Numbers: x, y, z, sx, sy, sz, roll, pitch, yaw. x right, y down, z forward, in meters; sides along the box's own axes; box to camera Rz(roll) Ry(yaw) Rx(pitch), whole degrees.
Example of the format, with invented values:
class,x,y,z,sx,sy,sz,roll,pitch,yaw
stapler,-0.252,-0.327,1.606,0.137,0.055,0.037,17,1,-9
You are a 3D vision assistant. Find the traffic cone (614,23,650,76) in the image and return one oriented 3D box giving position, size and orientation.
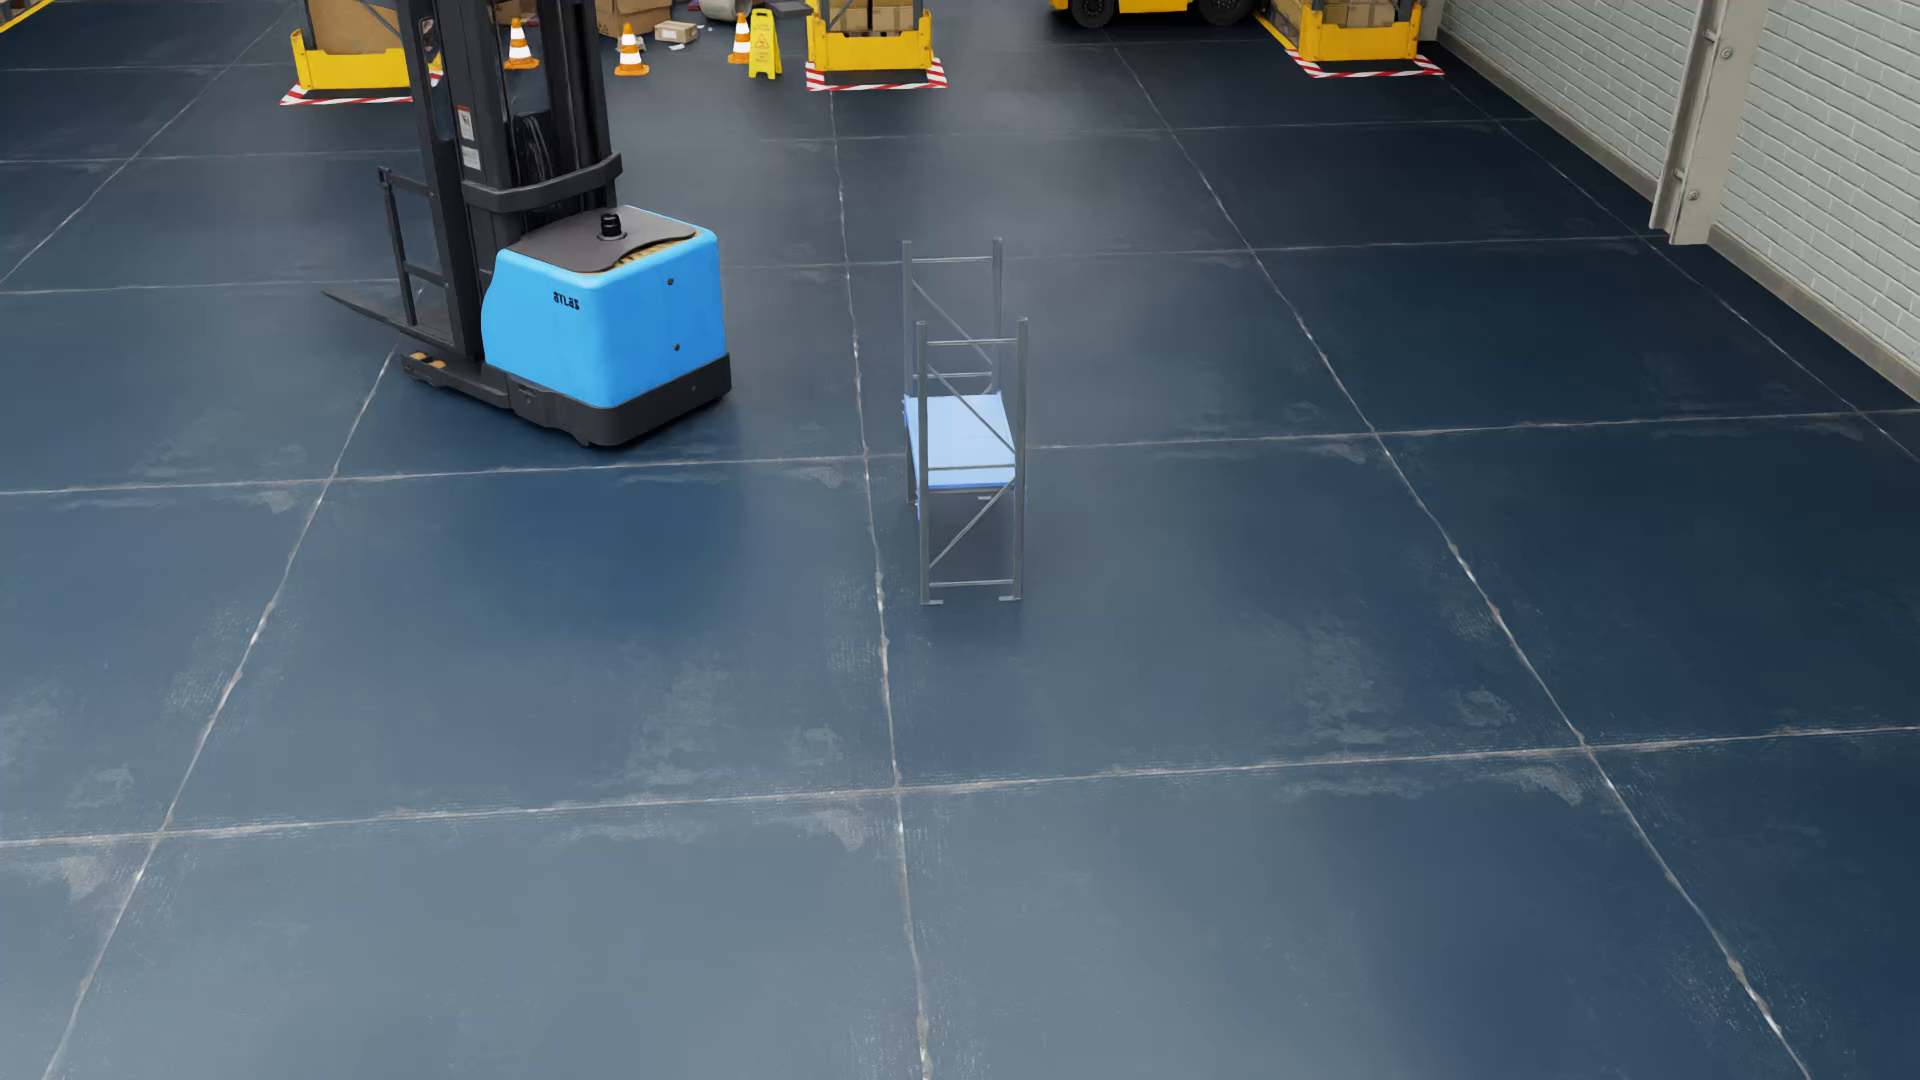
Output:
class,x,y,z,sx,sy,sz,roll,pitch,yaw
traffic cone,-3.270,-4.874,16.458,0.336,0.463,0.334,-3,31,-5

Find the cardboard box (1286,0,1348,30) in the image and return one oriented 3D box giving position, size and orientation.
class,x,y,z,sx,sy,sz,roll,pitch,yaw
cardboard box,3.711,-5.496,17.299,0.500,0.250,0.500,-3,31,-4

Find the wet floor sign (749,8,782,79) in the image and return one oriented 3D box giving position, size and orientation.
class,x,y,z,sx,sy,sz,roll,pitch,yaw
wet floor sign,-1.919,-4.873,16.279,0.267,0.644,0.232,8,32,13

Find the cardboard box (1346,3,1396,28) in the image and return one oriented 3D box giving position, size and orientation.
class,x,y,z,sx,sy,sz,roll,pitch,yaw
cardboard box,4.219,-5.532,17.358,0.500,0.250,0.500,-3,31,-4

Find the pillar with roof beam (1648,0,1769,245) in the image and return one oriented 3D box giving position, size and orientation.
class,x,y,z,sx,sy,sz,roll,pitch,yaw
pillar with roof beam,1.177,-5.976,9.980,9.100,9.000,0.400,-3,31,-5

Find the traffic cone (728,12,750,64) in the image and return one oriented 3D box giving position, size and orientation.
class,x,y,z,sx,sy,sz,roll,pitch,yaw
traffic cone,-2.196,-5.101,16.838,0.336,0.463,0.334,-3,31,-5

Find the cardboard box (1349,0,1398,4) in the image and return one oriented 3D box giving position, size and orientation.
class,x,y,z,sx,sy,sz,roll,pitch,yaw
cardboard box,4.233,-5.736,17.213,0.500,0.250,0.500,-2,31,-4

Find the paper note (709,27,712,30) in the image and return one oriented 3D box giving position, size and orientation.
class,x,y,z,sx,sy,sz,roll,pitch,yaw
paper note,-2.703,-5.536,18.008,0.032,0.001,0.123,-3,31,-5

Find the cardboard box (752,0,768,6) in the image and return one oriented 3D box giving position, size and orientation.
class,x,y,z,sx,sy,sz,roll,pitch,yaw
cardboard box,-2.500,-6.390,18.958,0.500,0.500,0.500,20,36,29

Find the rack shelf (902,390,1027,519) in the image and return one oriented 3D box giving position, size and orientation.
class,x,y,z,sx,sy,sz,roll,pitch,yaw
rack shelf,0.008,-0.446,8.385,0.538,0.185,1.000,-3,31,-5

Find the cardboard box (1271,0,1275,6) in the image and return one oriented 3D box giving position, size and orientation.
class,x,y,z,sx,sy,sz,roll,pitch,yaw
cardboard box,3.637,-6.007,18.153,0.500,0.250,0.500,-2,31,-4

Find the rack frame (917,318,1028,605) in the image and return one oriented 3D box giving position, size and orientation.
class,x,y,z,sx,sy,sz,roll,pitch,yaw
rack frame,0.055,-0.341,7.858,0.500,1.500,0.032,-3,31,-5

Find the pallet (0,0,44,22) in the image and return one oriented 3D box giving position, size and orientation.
class,x,y,z,sx,sy,sz,roll,pitch,yaw
pallet,-11.014,-6.061,18.691,1.003,0.211,1.213,-3,31,-5

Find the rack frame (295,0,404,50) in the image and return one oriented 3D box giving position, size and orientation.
class,x,y,z,sx,sy,sz,roll,pitch,yaw
rack frame,-5.791,-5.743,15.440,1.000,3.000,0.127,-3,31,-5

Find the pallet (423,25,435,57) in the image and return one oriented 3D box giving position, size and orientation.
class,x,y,z,sx,sy,sz,roll,pitch,yaw
pallet,-5.943,-4.951,16.832,1.003,0.211,1.213,-3,31,-5

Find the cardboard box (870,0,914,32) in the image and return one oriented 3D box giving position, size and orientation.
class,x,y,z,sx,sy,sz,roll,pitch,yaw
cardboard box,-0.672,-5.457,17.233,0.500,0.250,0.500,-3,31,-5

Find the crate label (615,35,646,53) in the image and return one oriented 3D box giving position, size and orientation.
class,x,y,z,sx,sy,sz,roll,pitch,yaw
crate label,-3.405,-5.132,17.209,0.250,0.136,0.298,-20,36,-30

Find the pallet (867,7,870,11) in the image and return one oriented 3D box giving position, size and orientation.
class,x,y,z,sx,sy,sz,roll,pitch,yaw
pallet,-1.030,-5.912,18.441,1.003,0.211,1.213,-3,31,-5

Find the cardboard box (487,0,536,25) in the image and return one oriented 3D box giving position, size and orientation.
class,x,y,z,sx,sy,sz,roll,pitch,yaw
cardboard box,-4.998,-5.970,18.255,0.500,0.500,0.500,2,31,4

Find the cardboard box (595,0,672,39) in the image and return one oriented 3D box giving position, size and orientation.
class,x,y,z,sx,sy,sz,roll,pitch,yaw
cardboard box,-3.556,-5.736,17.862,0.637,0.503,0.797,27,40,37

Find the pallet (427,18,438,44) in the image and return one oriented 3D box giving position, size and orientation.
class,x,y,z,sx,sy,sz,roll,pitch,yaw
pallet,-6.054,-5.572,17.873,1.003,0.211,1.213,-3,31,-5

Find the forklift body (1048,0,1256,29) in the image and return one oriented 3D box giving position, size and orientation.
class,x,y,z,sx,sy,sz,roll,pitch,yaw
forklift body,2.076,-6.788,18.017,2.313,2.155,1.214,-3,31,-5

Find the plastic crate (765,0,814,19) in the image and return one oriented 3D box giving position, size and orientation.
class,x,y,z,sx,sy,sz,roll,pitch,yaw
plastic crate,-1.915,-5.980,18.684,0.402,0.080,0.583,-14,33,-22

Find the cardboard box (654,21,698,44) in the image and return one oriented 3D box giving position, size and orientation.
class,x,y,z,sx,sy,sz,roll,pitch,yaw
cardboard box,-3.005,-5.380,17.612,0.380,0.149,0.250,13,33,21

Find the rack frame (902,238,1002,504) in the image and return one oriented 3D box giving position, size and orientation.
class,x,y,z,sx,sy,sz,roll,pitch,yaw
rack frame,-0.040,-0.860,8.727,0.500,1.500,0.032,-3,31,-5

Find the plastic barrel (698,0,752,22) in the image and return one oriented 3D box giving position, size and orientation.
class,x,y,z,sx,sy,sz,roll,pitch,yaw
plastic barrel,-2.572,-5.908,18.228,0.512,0.421,0.421,20,36,29

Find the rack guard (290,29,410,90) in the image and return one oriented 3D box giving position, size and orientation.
class,x,y,z,sx,sy,sz,roll,pitch,yaw
rack guard,-5.788,-4.658,16.061,1.175,0.500,0.348,-3,31,-5

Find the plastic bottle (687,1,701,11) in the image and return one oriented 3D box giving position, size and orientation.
class,x,y,z,sx,sy,sz,roll,pitch,yaw
plastic bottle,-2.992,-6.064,18.843,0.133,0.061,0.283,2,31,4

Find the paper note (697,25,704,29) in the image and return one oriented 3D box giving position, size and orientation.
class,x,y,z,sx,sy,sz,roll,pitch,yaw
paper note,-2.872,-5.581,18.074,0.148,0.019,0.142,8,32,13

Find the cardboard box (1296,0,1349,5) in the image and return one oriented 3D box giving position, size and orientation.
class,x,y,z,sx,sy,sz,roll,pitch,yaw
cardboard box,3.713,-5.720,17.185,0.500,0.250,0.500,-3,31,-5

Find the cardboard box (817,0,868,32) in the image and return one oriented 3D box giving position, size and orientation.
class,x,y,z,sx,sy,sz,roll,pitch,yaw
cardboard box,-1.217,-5.444,17.211,0.500,0.250,0.500,-3,31,-5

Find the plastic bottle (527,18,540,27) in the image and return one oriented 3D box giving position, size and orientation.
class,x,y,z,sx,sy,sz,roll,pitch,yaw
plastic bottle,-4.579,-5.673,18.188,0.283,0.061,0.133,-14,33,-22

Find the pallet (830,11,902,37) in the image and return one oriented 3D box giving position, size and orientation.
class,x,y,z,sx,sy,sz,roll,pitch,yaw
pallet,-0.920,-5.290,17.401,1.003,0.211,1.213,-3,31,-5

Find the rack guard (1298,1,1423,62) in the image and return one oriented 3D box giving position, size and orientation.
class,x,y,z,sx,sy,sz,roll,pitch,yaw
rack guard,4.072,-5.186,16.945,1.175,0.500,0.348,-3,31,-5

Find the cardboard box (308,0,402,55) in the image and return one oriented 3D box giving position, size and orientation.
class,x,y,z,sx,sy,sz,roll,pitch,yaw
cardboard box,-5.920,-5.354,16.452,0.875,0.875,0.875,-3,31,-4

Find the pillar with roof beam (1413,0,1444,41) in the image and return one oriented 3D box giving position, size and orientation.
class,x,y,z,sx,sy,sz,roll,pitch,yaw
pillar with roof beam,0.616,-9.040,15.109,9.100,9.000,0.400,-3,31,-5

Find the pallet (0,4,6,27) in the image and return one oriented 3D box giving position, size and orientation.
class,x,y,z,sx,sy,sz,roll,pitch,yaw
pallet,-10.897,-5.437,17.646,1.003,0.211,1.213,-3,31,-5

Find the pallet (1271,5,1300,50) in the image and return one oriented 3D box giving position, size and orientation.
class,x,y,z,sx,sy,sz,roll,pitch,yaw
pallet,3.957,-5.463,17.690,1.003,0.211,1.213,-3,31,-5

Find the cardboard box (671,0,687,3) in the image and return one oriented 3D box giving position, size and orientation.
class,x,y,z,sx,sy,sz,roll,pitch,yaw
cardboard box,-3.306,-6.382,19.175,0.396,0.266,0.258,27,40,37

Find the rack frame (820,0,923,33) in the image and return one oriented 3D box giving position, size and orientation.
class,x,y,z,sx,sy,sz,roll,pitch,yaw
rack frame,-0.872,-6.032,15.924,1.000,3.000,0.127,-3,31,-5

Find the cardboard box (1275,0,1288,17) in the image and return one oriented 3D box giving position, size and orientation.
class,x,y,z,sx,sy,sz,roll,pitch,yaw
cardboard box,3.674,-5.751,17.724,0.500,0.250,0.500,-3,31,-5

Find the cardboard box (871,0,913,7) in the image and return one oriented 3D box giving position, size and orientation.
class,x,y,z,sx,sy,sz,roll,pitch,yaw
cardboard box,-0.675,-5.791,17.061,0.500,0.500,0.500,-4,31,-6

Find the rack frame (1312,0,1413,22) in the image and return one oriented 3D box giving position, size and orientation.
class,x,y,z,sx,sy,sz,roll,pitch,yaw
rack frame,4.070,-6.272,16.325,1.000,3.000,0.127,-3,31,-5

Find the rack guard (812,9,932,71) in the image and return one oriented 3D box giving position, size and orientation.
class,x,y,z,sx,sy,sz,roll,pitch,yaw
rack guard,-0.879,-4.998,16.629,1.175,0.500,0.348,-3,31,-5

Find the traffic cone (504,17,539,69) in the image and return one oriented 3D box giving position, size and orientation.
class,x,y,z,sx,sy,sz,roll,pitch,yaw
traffic cone,-4.426,-4.993,16.658,0.336,0.463,0.334,-3,31,-5

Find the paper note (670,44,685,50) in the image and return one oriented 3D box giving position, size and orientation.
class,x,y,z,sx,sy,sz,roll,pitch,yaw
paper note,-2.942,-5.145,17.333,0.148,0.019,0.142,-14,33,-22

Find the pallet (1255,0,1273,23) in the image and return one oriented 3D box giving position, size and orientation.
class,x,y,z,sx,sy,sz,roll,pitch,yaw
pallet,3.846,-6.085,18.731,1.003,0.211,1.213,-3,31,-5

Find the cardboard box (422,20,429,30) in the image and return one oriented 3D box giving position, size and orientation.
class,x,y,z,sx,sy,sz,roll,pitch,yaw
cardboard box,-6.004,-5.804,17.204,0.875,0.875,0.875,-3,31,-5

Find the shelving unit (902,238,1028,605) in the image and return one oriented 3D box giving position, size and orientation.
class,x,y,z,sx,sy,sz,roll,pitch,yaw
shelving unit,0.008,-0.600,8.292,0.538,1.500,1.048,-3,31,-5

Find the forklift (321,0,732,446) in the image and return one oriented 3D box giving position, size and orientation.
class,x,y,z,sx,sy,sz,roll,pitch,yaw
forklift,-2.871,-2.398,9.906,3.031,2.935,1.130,22,37,32

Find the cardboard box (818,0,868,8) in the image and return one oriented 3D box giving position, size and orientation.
class,x,y,z,sx,sy,sz,roll,pitch,yaw
cardboard box,-1.206,-5.750,16.993,0.500,0.500,0.500,-3,31,-4
